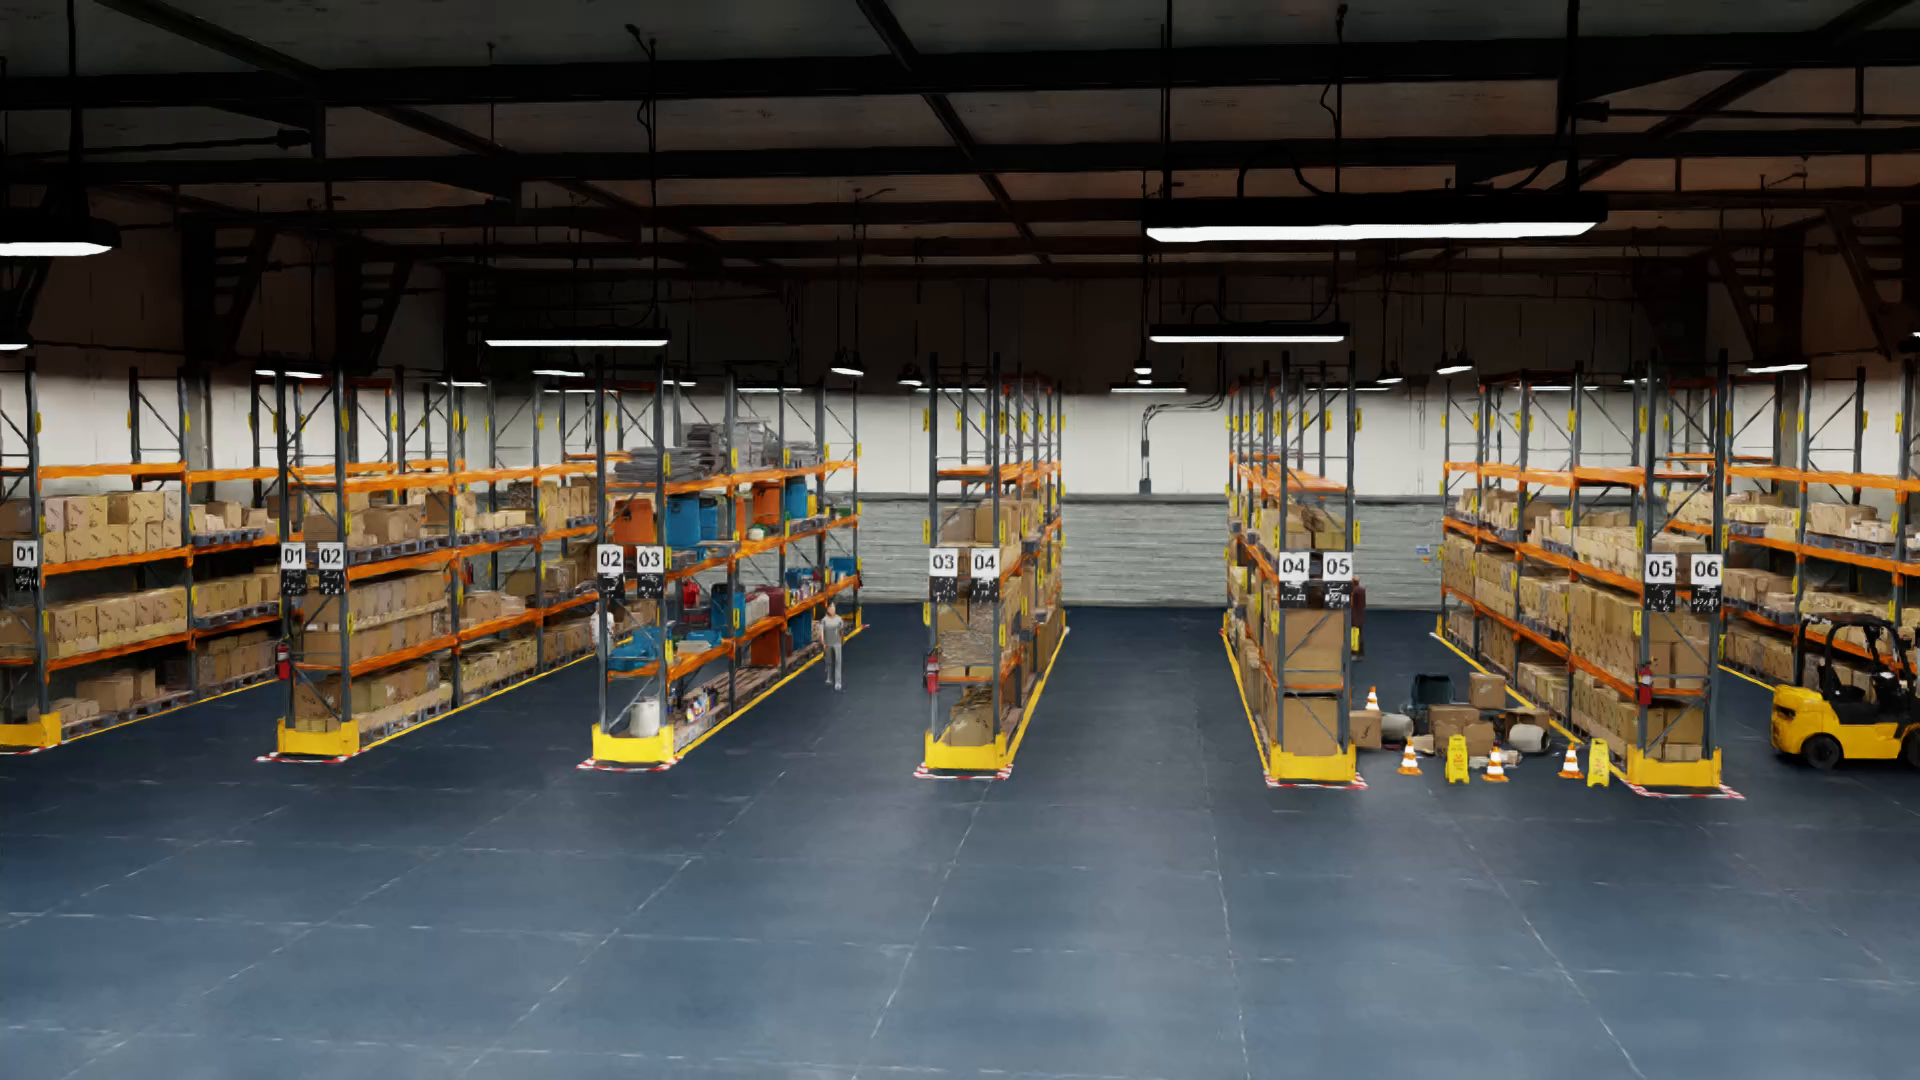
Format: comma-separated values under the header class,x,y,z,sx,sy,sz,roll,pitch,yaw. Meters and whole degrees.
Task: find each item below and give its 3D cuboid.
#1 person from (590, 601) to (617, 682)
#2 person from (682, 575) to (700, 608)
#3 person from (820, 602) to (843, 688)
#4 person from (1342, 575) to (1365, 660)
class,x,y,z,sx,sy,sz,roll,pitch,yaw
person,-6.899,1.931,32.063,0.497,1.583,1.090,1,4,9
person,-6.081,1.530,37.228,0.554,1.669,1.040,0,4,6
person,-2.428,1.966,31.395,0.444,1.604,1.016,0,4,-2
person,8.300,1.613,35.089,0.637,1.772,0.676,3,5,36
